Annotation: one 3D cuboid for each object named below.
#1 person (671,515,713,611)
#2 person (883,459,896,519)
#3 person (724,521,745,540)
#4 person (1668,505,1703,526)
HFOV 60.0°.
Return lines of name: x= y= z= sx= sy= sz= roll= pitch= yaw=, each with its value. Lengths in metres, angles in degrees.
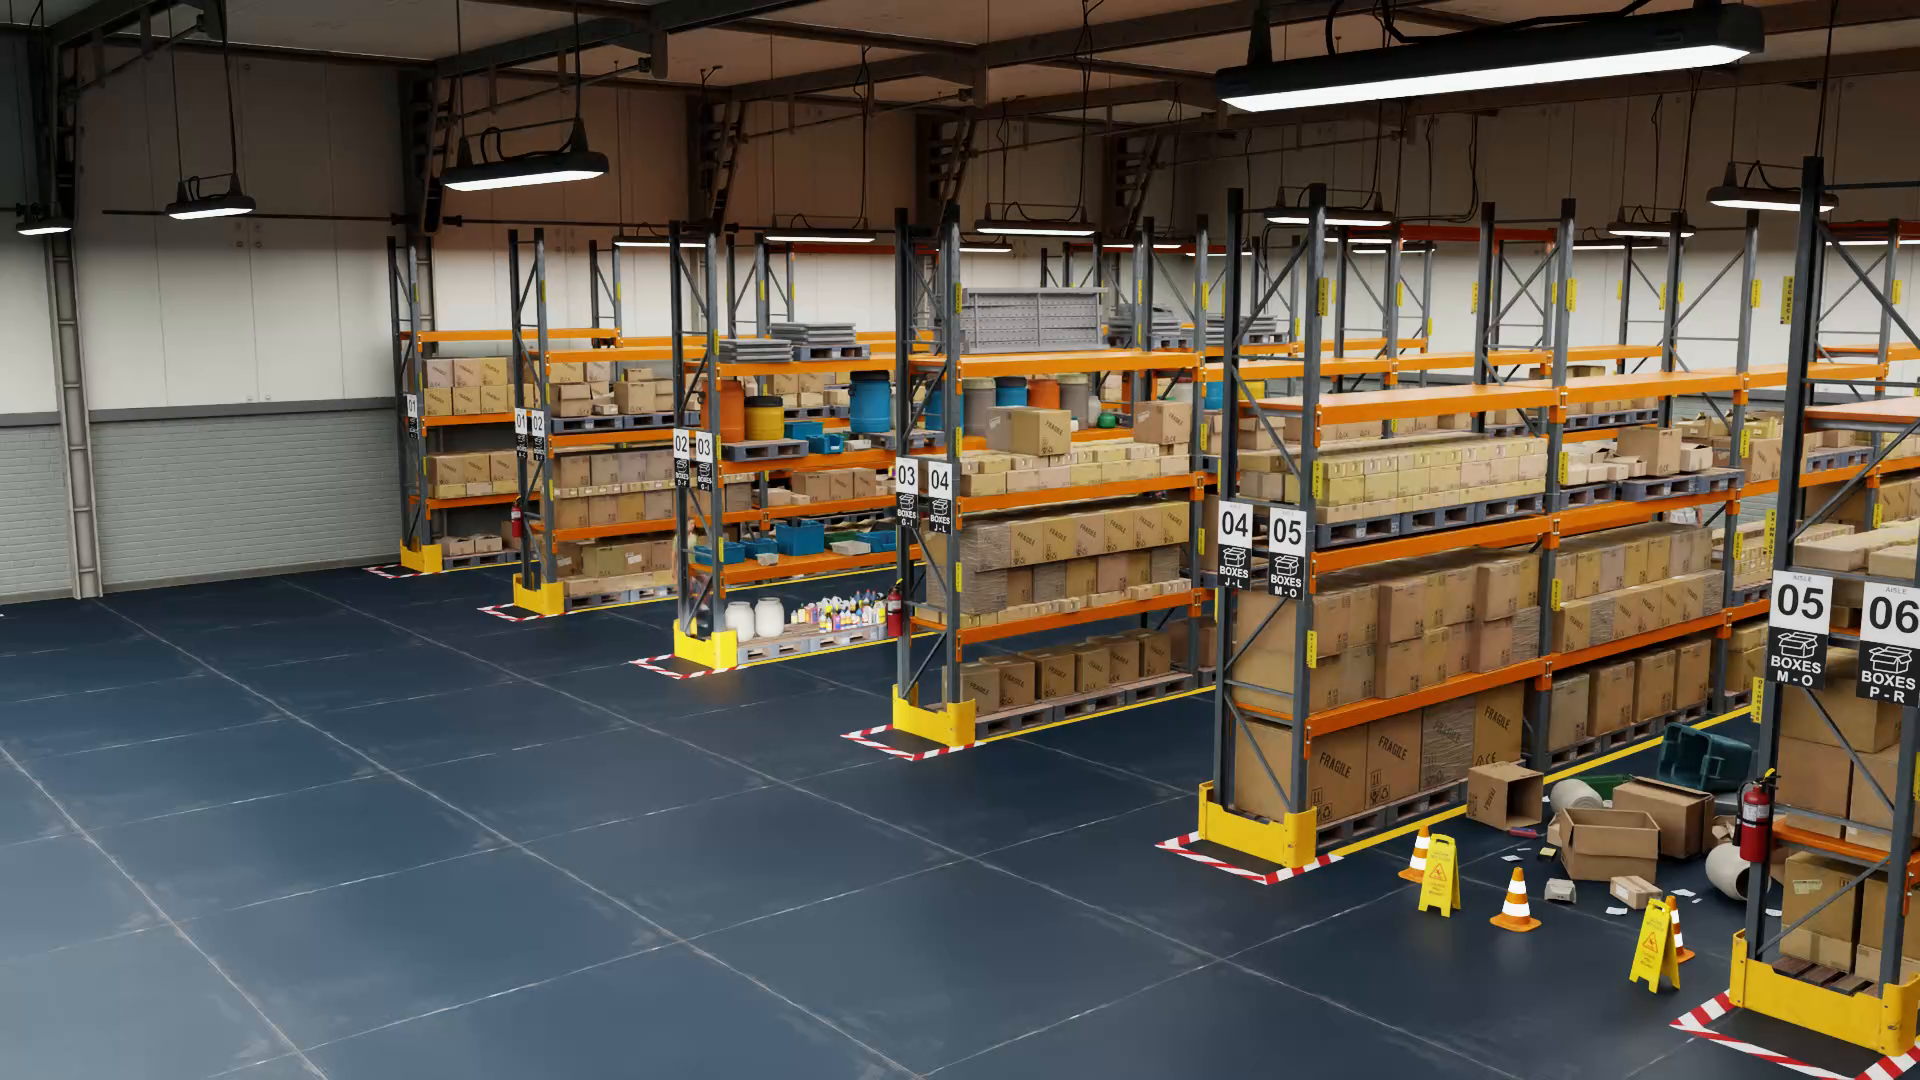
person: x=-4.076 y=0.369 z=25.072 sx=0.567 sy=1.440 sz=0.525 roll=-7 pitch=11 yaw=-39
person: x=-1.290 y=-0.915 z=34.126 sx=1.003 sy=1.739 sz=0.780 roll=-7 pitch=11 yaw=-39
person: x=-4.220 y=-0.343 z=30.610 sx=0.613 sy=1.704 sz=0.527 roll=-1 pitch=9 yaw=-6
person: x=13.112 y=-0.332 z=30.138 sx=0.555 sy=1.727 sz=0.744 roll=0 pitch=9 yaw=-2
